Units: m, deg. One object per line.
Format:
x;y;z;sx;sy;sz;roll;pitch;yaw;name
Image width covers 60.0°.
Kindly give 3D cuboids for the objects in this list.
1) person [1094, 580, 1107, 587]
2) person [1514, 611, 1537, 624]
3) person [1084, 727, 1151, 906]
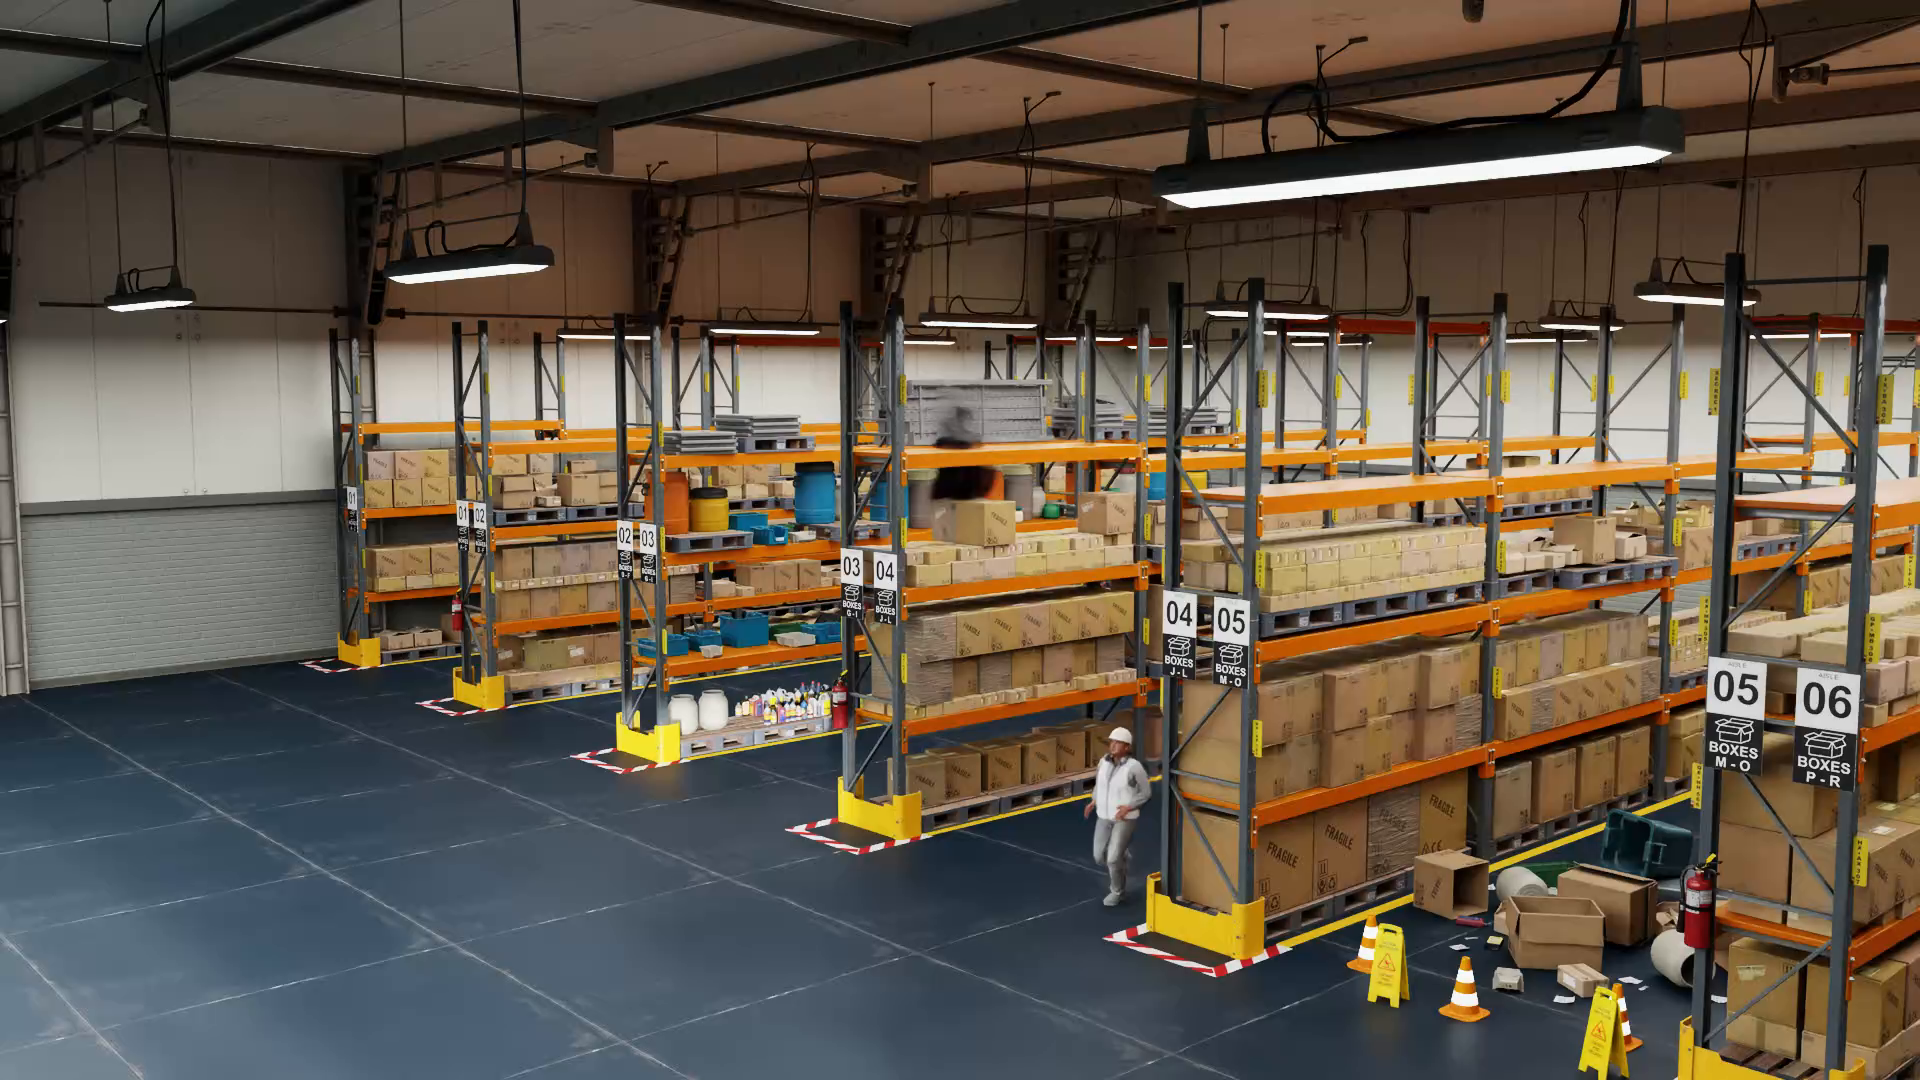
2.729;1.116;32.520;0.647;1.677;0.571;4;7;33;person
8.485;1.834;24.919;0.687;1.735;0.745;5;8;42;person
1.573;2.700;16.367;0.668;1.733;0.587;5;7;40;person
